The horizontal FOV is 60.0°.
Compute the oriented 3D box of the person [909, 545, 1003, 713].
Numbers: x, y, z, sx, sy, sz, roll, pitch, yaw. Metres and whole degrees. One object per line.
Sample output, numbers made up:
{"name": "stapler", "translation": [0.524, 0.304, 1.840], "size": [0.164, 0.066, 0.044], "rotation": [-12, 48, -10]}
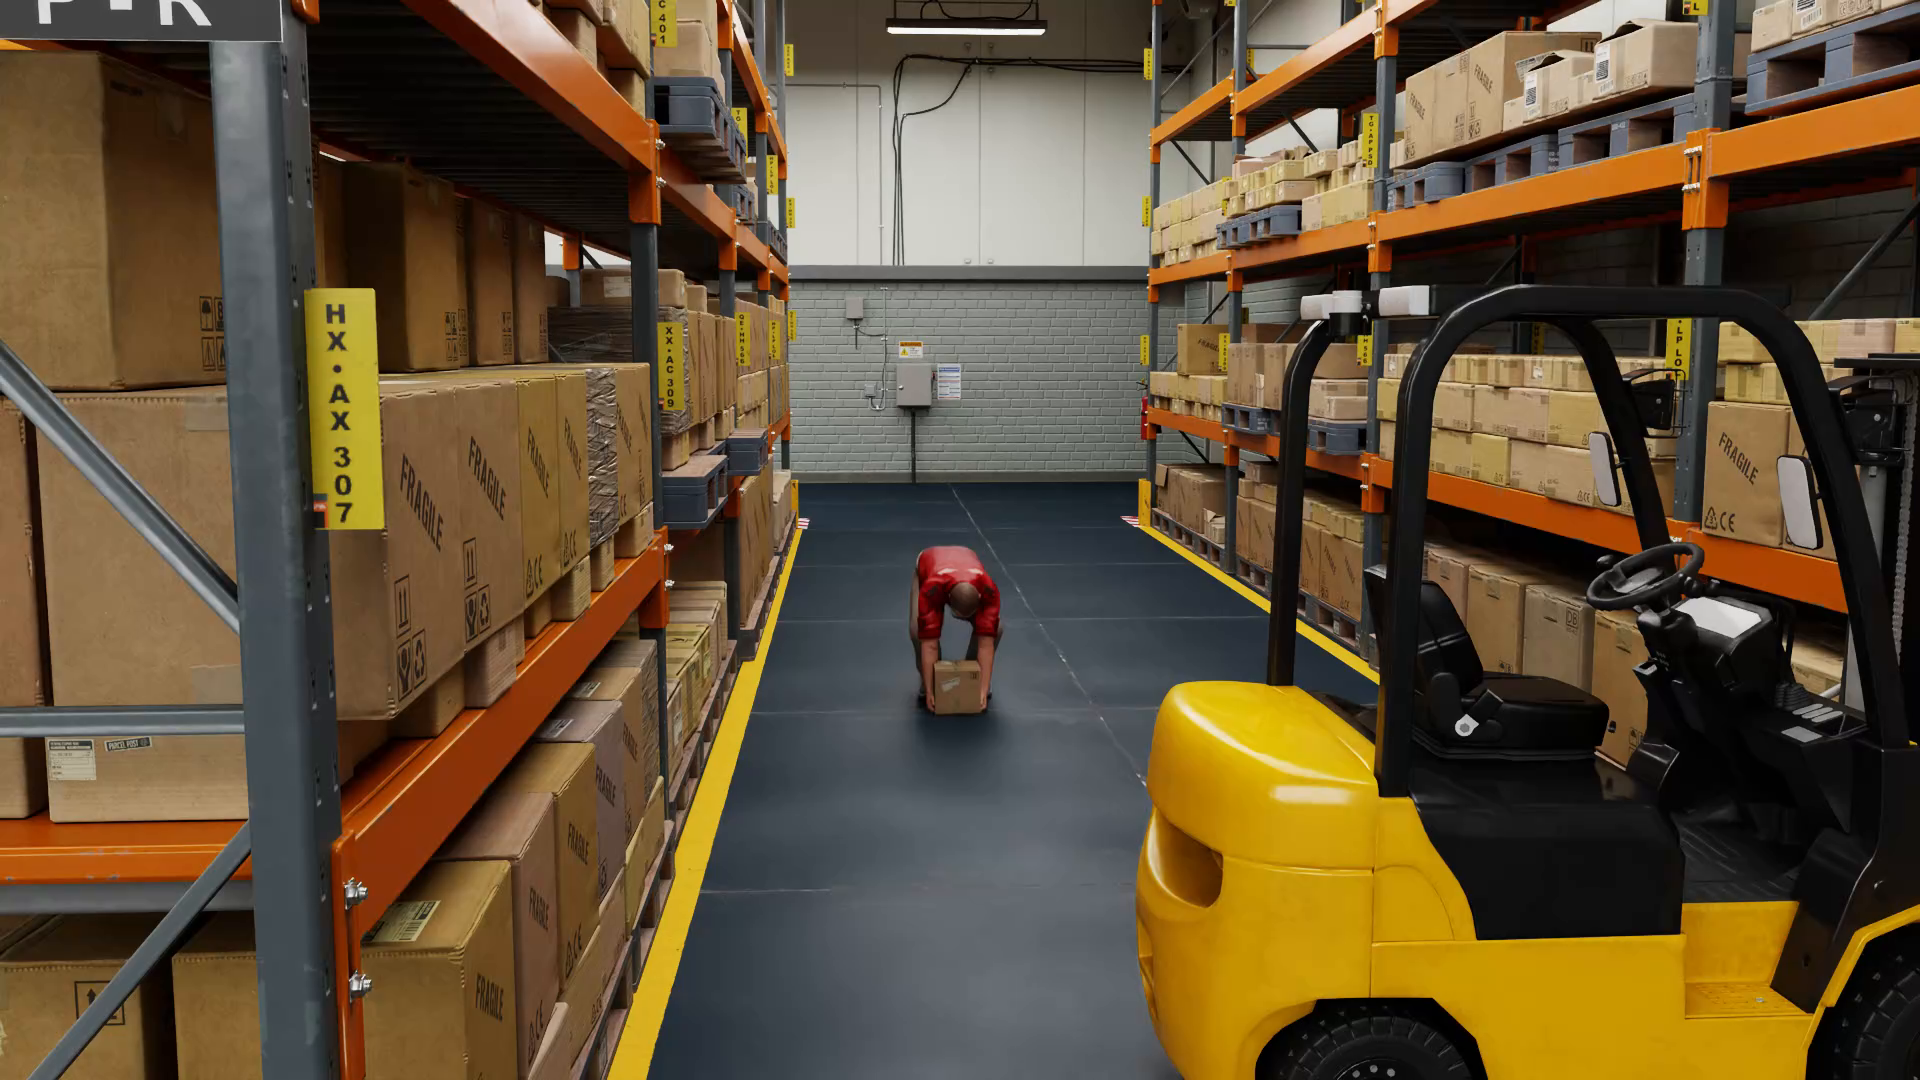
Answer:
{"name": "person", "translation": [-0.022, 0.487, 9.405], "size": [0.536, 0.878, 0.956], "rotation": [-1, 7, -6]}
